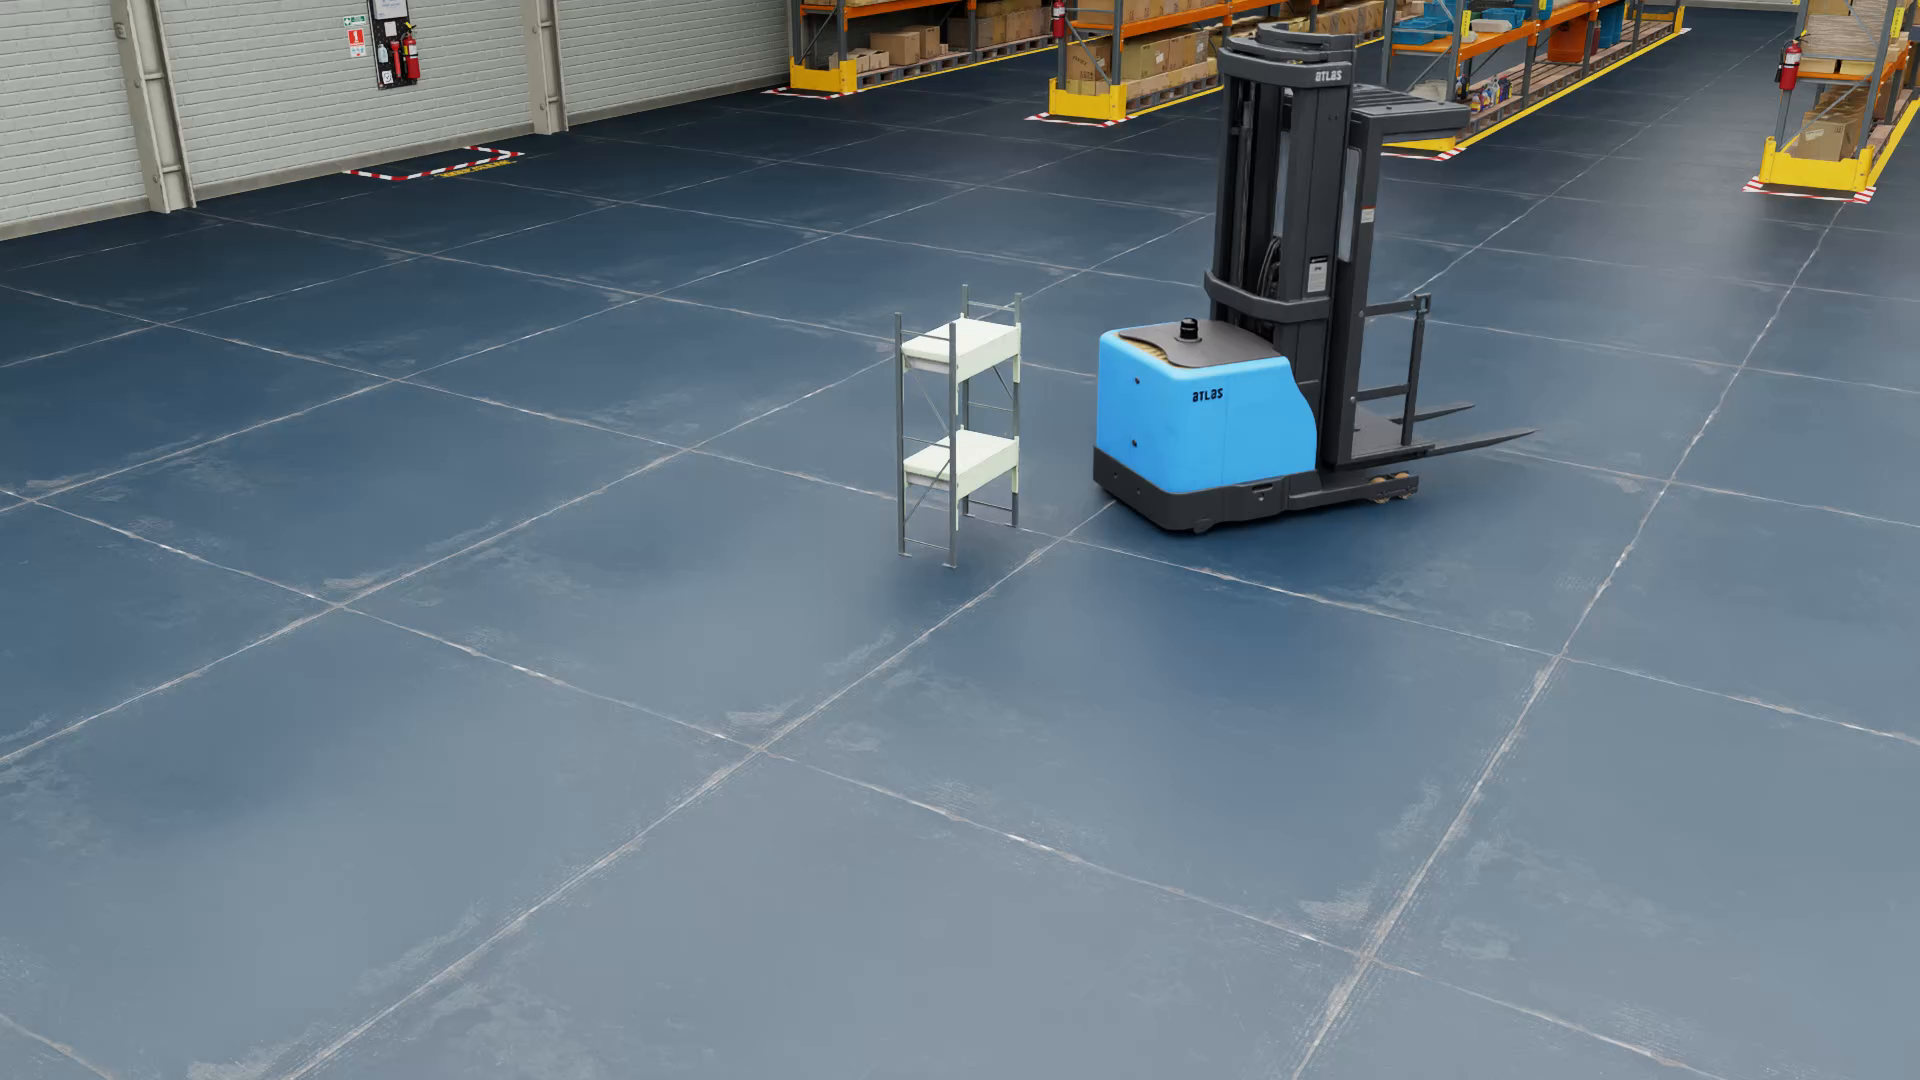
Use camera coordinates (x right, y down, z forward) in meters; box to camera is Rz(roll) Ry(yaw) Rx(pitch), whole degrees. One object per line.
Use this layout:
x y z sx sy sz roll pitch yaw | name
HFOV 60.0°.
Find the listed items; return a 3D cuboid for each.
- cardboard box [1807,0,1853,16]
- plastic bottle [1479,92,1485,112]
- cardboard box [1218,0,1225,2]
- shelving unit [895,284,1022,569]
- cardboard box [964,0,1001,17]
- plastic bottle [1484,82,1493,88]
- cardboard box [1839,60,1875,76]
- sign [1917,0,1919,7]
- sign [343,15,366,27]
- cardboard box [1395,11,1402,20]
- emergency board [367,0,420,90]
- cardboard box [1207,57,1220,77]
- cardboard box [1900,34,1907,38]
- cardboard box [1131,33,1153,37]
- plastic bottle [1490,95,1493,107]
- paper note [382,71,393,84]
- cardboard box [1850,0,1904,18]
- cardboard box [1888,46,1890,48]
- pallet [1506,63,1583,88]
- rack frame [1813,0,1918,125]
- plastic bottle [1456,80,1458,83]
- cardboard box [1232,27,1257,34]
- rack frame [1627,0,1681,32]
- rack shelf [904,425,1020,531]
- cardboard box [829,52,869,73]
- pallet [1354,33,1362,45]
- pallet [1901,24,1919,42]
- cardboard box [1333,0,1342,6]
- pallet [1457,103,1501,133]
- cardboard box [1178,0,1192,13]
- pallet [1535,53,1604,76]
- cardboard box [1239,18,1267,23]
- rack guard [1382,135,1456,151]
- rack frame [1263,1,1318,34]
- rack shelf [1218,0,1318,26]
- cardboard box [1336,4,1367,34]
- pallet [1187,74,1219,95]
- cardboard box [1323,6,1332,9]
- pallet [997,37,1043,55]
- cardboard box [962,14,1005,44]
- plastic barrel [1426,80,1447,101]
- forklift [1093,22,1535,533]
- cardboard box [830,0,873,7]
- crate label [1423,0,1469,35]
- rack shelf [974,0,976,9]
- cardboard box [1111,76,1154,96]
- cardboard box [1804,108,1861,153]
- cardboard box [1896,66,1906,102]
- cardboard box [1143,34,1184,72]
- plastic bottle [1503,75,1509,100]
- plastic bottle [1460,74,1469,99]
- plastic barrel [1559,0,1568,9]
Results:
10.413 -6.560 19.868 0.500 0.500 0.500 14 27 29 | cardboard box
7.481 -6.293 23.877 0.061 0.283 0.133 14 27 30 | plastic bottle
4.251 -9.215 27.949 0.500 0.250 0.500 16 28 32 | cardboard box
-0.004 -0.686 9.947 0.431 1.500 0.755 14 27 29 | shelving unit
0.422 -9.945 31.096 0.500 0.250 0.500 13 27 28 | cardboard box
7.900 -6.701 24.828 0.152 0.276 0.135 14 27 29 | plastic bottle
10.686 -5.612 19.754 0.380 0.149 0.250 14 27 29 | cardboard box
12.908 -7.317 22.287 0.100 0.325 0.005 14 27 29 | sign
-7.528 -6.456 20.675 0.001 0.109 0.331 14 27 29 | sign
9.102 -11.100 35.128 0.380 0.166 0.250 14 27 29 | cardboard box
-7.158 -6.361 21.169 0.194 1.169 0.643 14 27 29 | emergency board
3.970 -7.837 27.510 0.500 0.250 0.500 14 27 29 | cardboard box
12.439 -6.699 22.265 0.380 0.149 0.250 14 27 29 | cardboard box
2.729 -7.786 26.447 0.500 0.500 0.500 14 27 29 | cardboard box
7.740 -6.436 24.309 0.097 0.201 0.097 0 23 0 | plastic bottle
-7.310 -5.912 21.239 0.016 0.148 0.142 14 27 29 | paper note
10.854 -6.451 19.616 0.500 0.500 0.500 14 27 29 | cardboard box
11.578 -6.210 21.135 0.380 0.149 0.250 14 27 29 | cardboard box
9.903 -7.886 28.201 1.003 0.211 1.213 14 27 29 | pallet
12.443 -7.031 22.716 1.000 3.000 0.127 14 27 29 | rack frame
7.457 -6.870 25.124 0.144 0.351 0.185 15 27 30 | plastic bottle
4.999 -8.727 28.859 0.500 0.311 0.500 13 27 27 | cardboard box
14.565 -12.119 34.469 1.000 3.000 0.127 14 27 29 | rack frame
-0.004 -0.387 10.076 0.431 0.370 0.720 14 27 29 | rack shelf
-1.850 -7.978 27.733 0.500 0.311 0.500 11 26 23 | cardboard box
7.209 -9.833 32.698 1.003 0.211 1.213 14 27 29 | pallet
12.969 -7.170 23.279 1.003 0.211 1.213 14 27 29 | pallet
7.259 -10.758 32.973 0.500 0.250 0.500 14 27 29 | cardboard box
7.202 -6.158 24.209 1.003 0.211 1.213 14 27 29 | pallet
3.259 -8.655 26.342 0.700 0.500 0.500 14 27 30 | cardboard box
10.725 -8.414 29.421 1.003 0.211 1.213 14 27 29 | pallet
5.343 -9.352 30.304 0.500 0.311 0.500 13 27 28 | cardboard box
6.125 -5.607 22.573 1.175 0.500 0.348 14 27 29 | rack guard
6.139 -10.458 30.633 1.000 3.000 0.127 14 27 29 | rack frame
5.084 -9.453 29.216 1.077 0.370 4.000 14 27 29 | rack shelf
7.699 -10.302 32.865 0.500 0.500 0.500 14 27 30 | cardboard box
3.574 -7.569 27.468 1.003 0.211 1.213 14 27 29 | pallet
6.977 -10.231 32.700 0.500 0.500 0.500 13 26 27 | cardboard box
0.870 -9.542 32.026 1.003 0.211 1.213 14 27 29 | pallet
0.422 -9.637 31.327 0.700 0.500 0.500 13 27 28 | cardboard box
6.672 -6.177 23.346 0.421 0.512 0.421 0 23 0 | plastic barrel
2.439 -1.762 10.632 3.031 2.935 1.130 -10 25 -22 | forklift
-1.765 -8.834 27.043 0.500 0.250 0.500 13 27 27 | cardboard box
6.866 -7.413 23.554 0.502 0.435 0.616 14 27 29 | crate label
0.873 -10.490 31.611 1.077 0.370 4.000 14 27 29 | rack shelf
2.651 -6.993 25.560 0.500 0.250 0.500 14 27 29 | cardboard box
10.963 -5.143 20.972 0.500 0.500 0.500 -20 31 -39 | cardboard box
13.641 -6.823 24.827 0.700 0.500 0.500 16 28 33 | cardboard box
3.184 -7.673 26.188 0.500 0.500 0.500 14 27 29 | cardboard box
8.140 -6.777 24.911 0.144 0.351 0.185 13 27 28 | plastic bottle
7.579 -6.840 25.054 0.144 0.351 0.185 14 27 29 | plastic bottle
9.541 -8.802 26.635 0.433 0.535 0.433 0 23 0 | plastic barrel
